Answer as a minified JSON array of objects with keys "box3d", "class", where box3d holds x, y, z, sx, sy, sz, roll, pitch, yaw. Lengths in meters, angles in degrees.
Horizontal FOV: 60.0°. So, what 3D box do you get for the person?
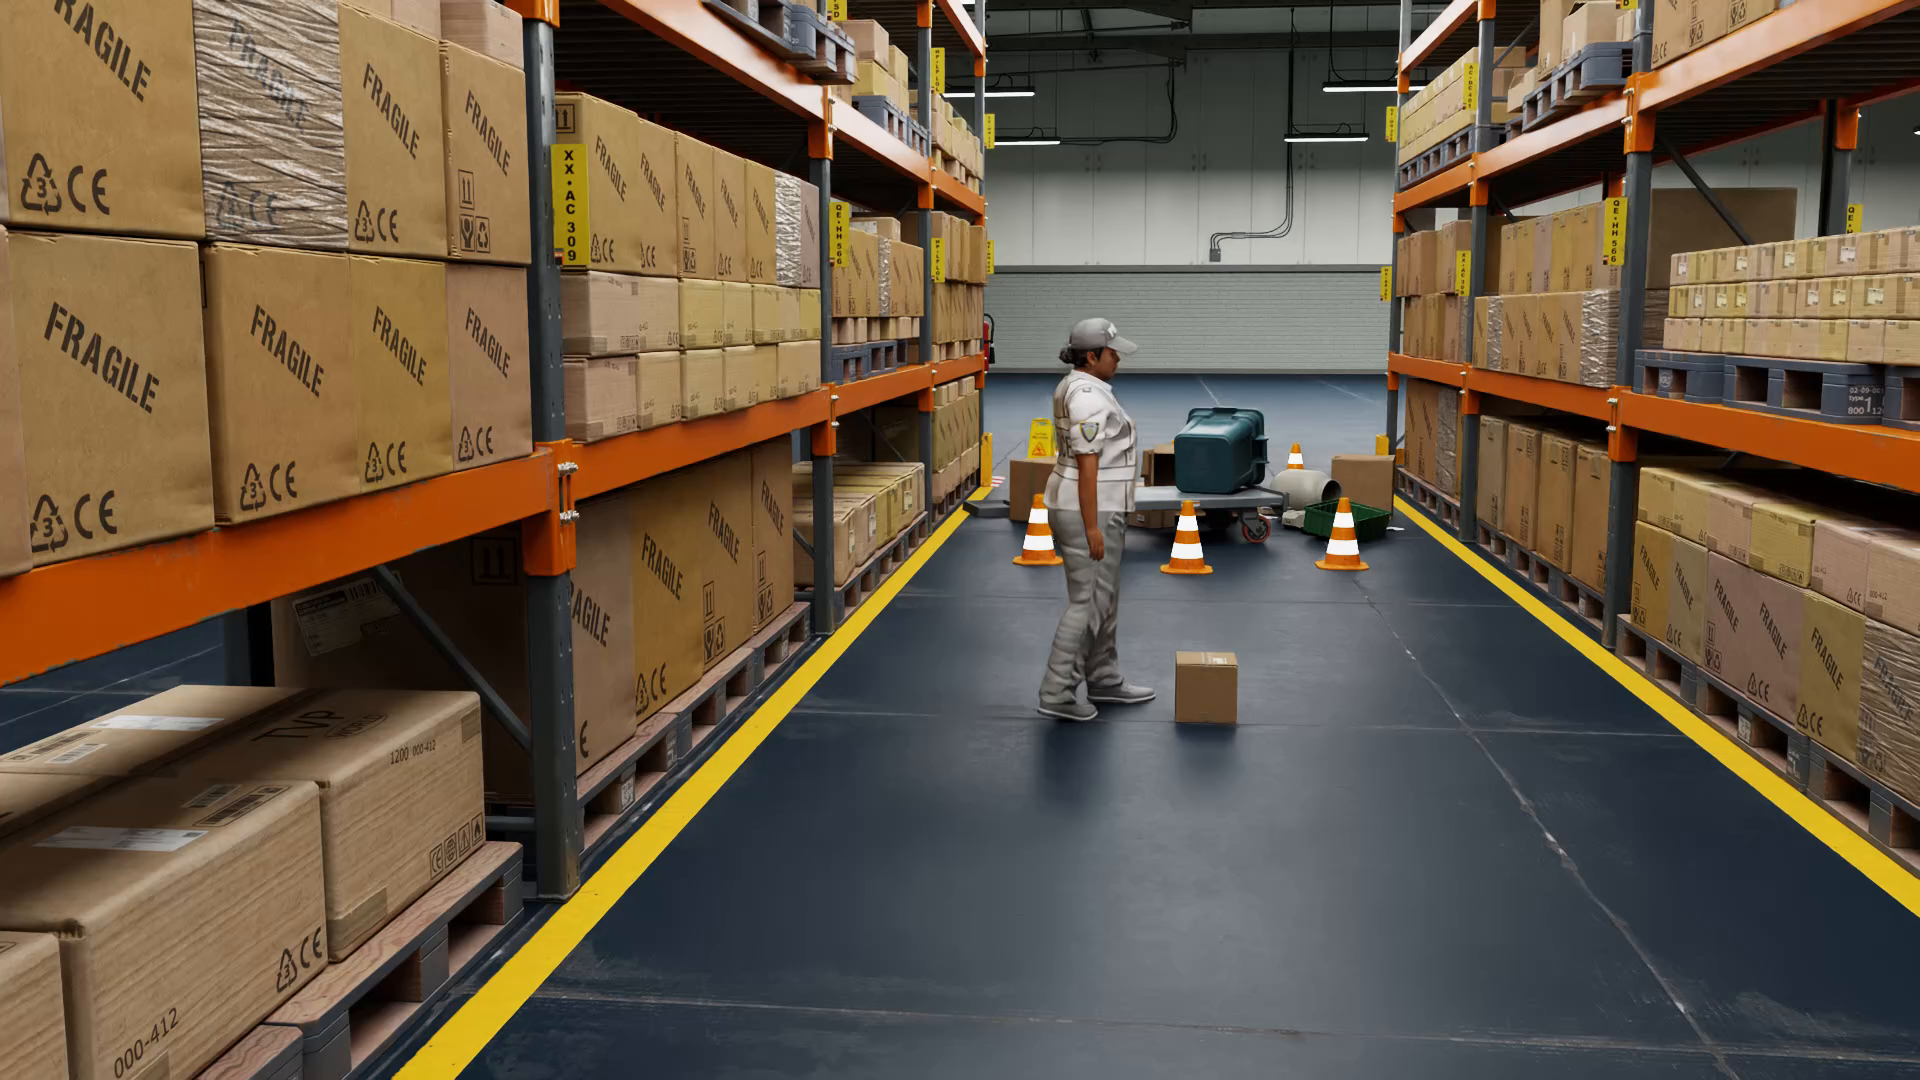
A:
[{"box3d":[0.582,-0.090,6.966,0.577,1.670,0.485,-1,8,-8],"class":"person"}]
